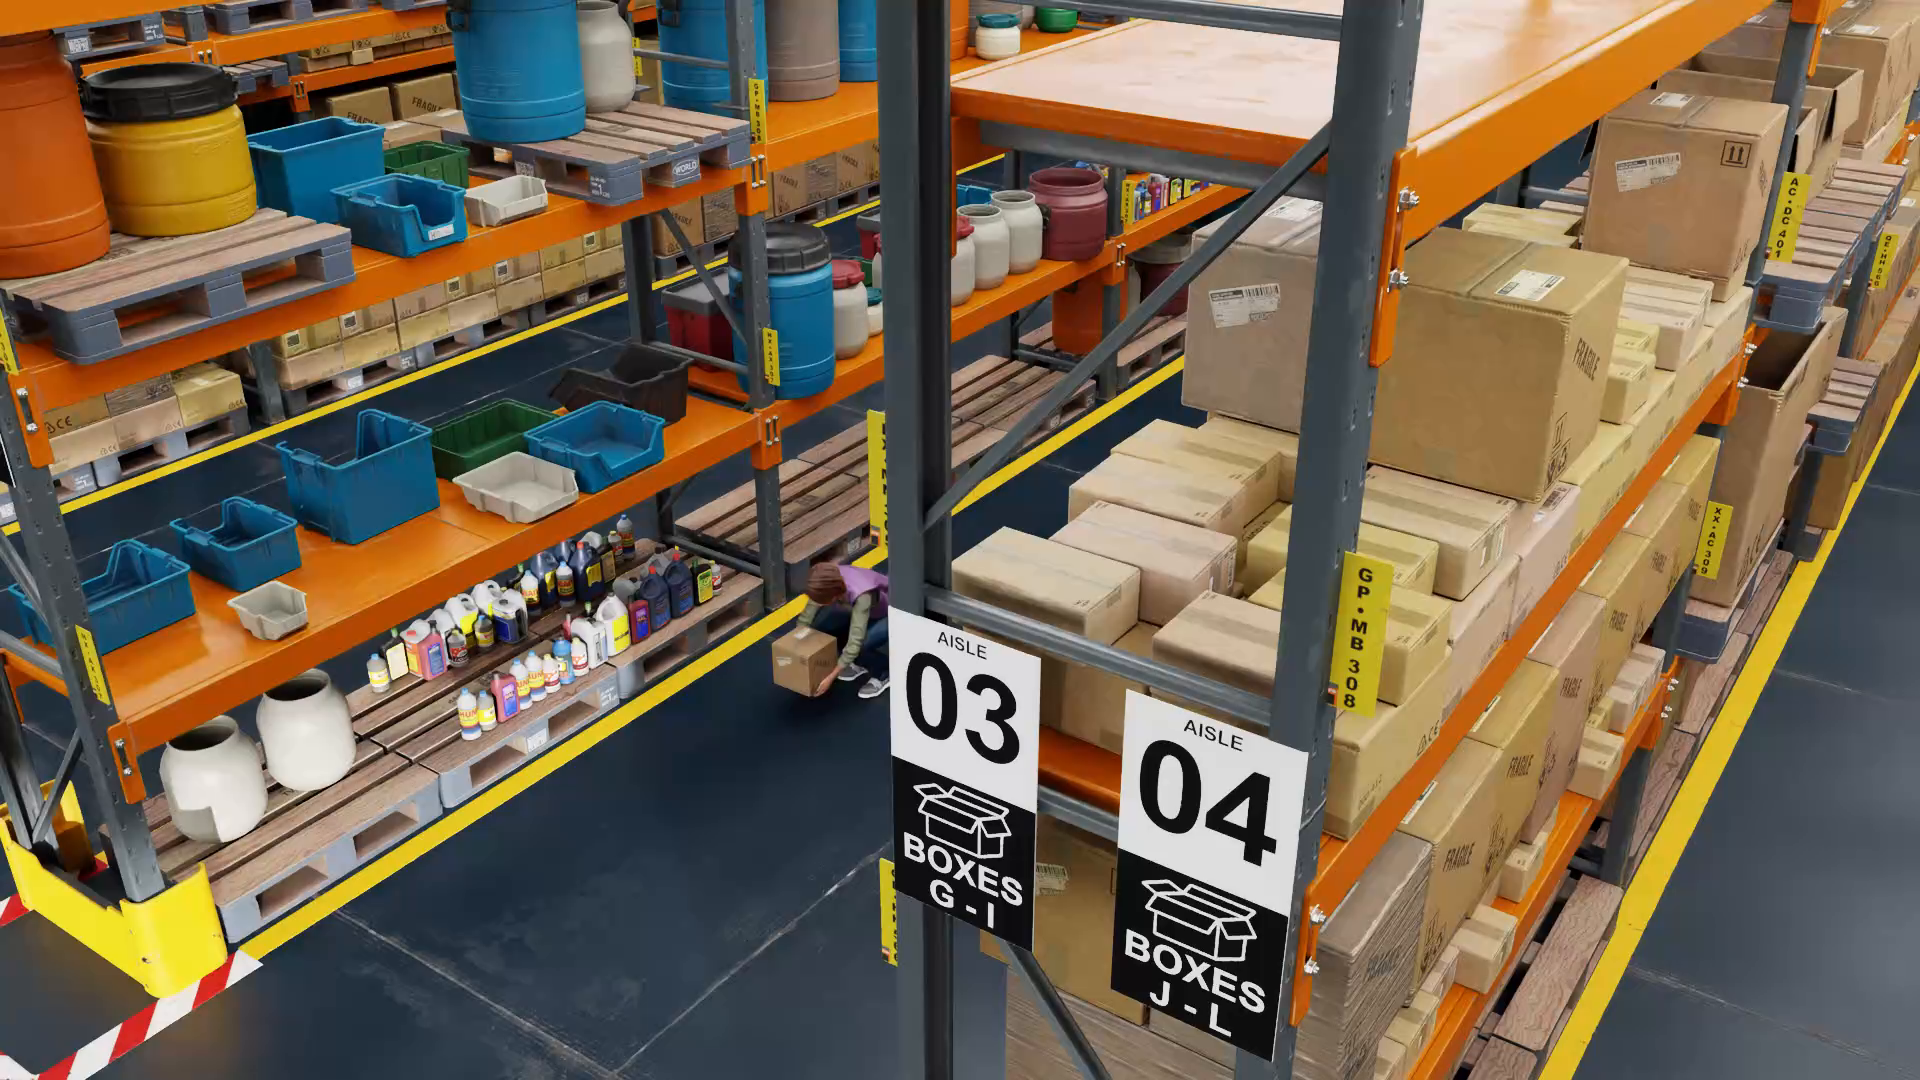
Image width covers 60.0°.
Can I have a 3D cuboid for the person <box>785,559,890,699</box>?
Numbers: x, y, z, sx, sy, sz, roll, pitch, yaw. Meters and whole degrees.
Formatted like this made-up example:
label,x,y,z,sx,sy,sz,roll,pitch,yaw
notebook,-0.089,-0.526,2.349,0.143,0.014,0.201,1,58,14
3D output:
label,x,y,z,sx,sy,sz,roll,pitch,yaw
person,-0.596,0.454,9.065,0.817,0.884,0.463,-23,35,-38
